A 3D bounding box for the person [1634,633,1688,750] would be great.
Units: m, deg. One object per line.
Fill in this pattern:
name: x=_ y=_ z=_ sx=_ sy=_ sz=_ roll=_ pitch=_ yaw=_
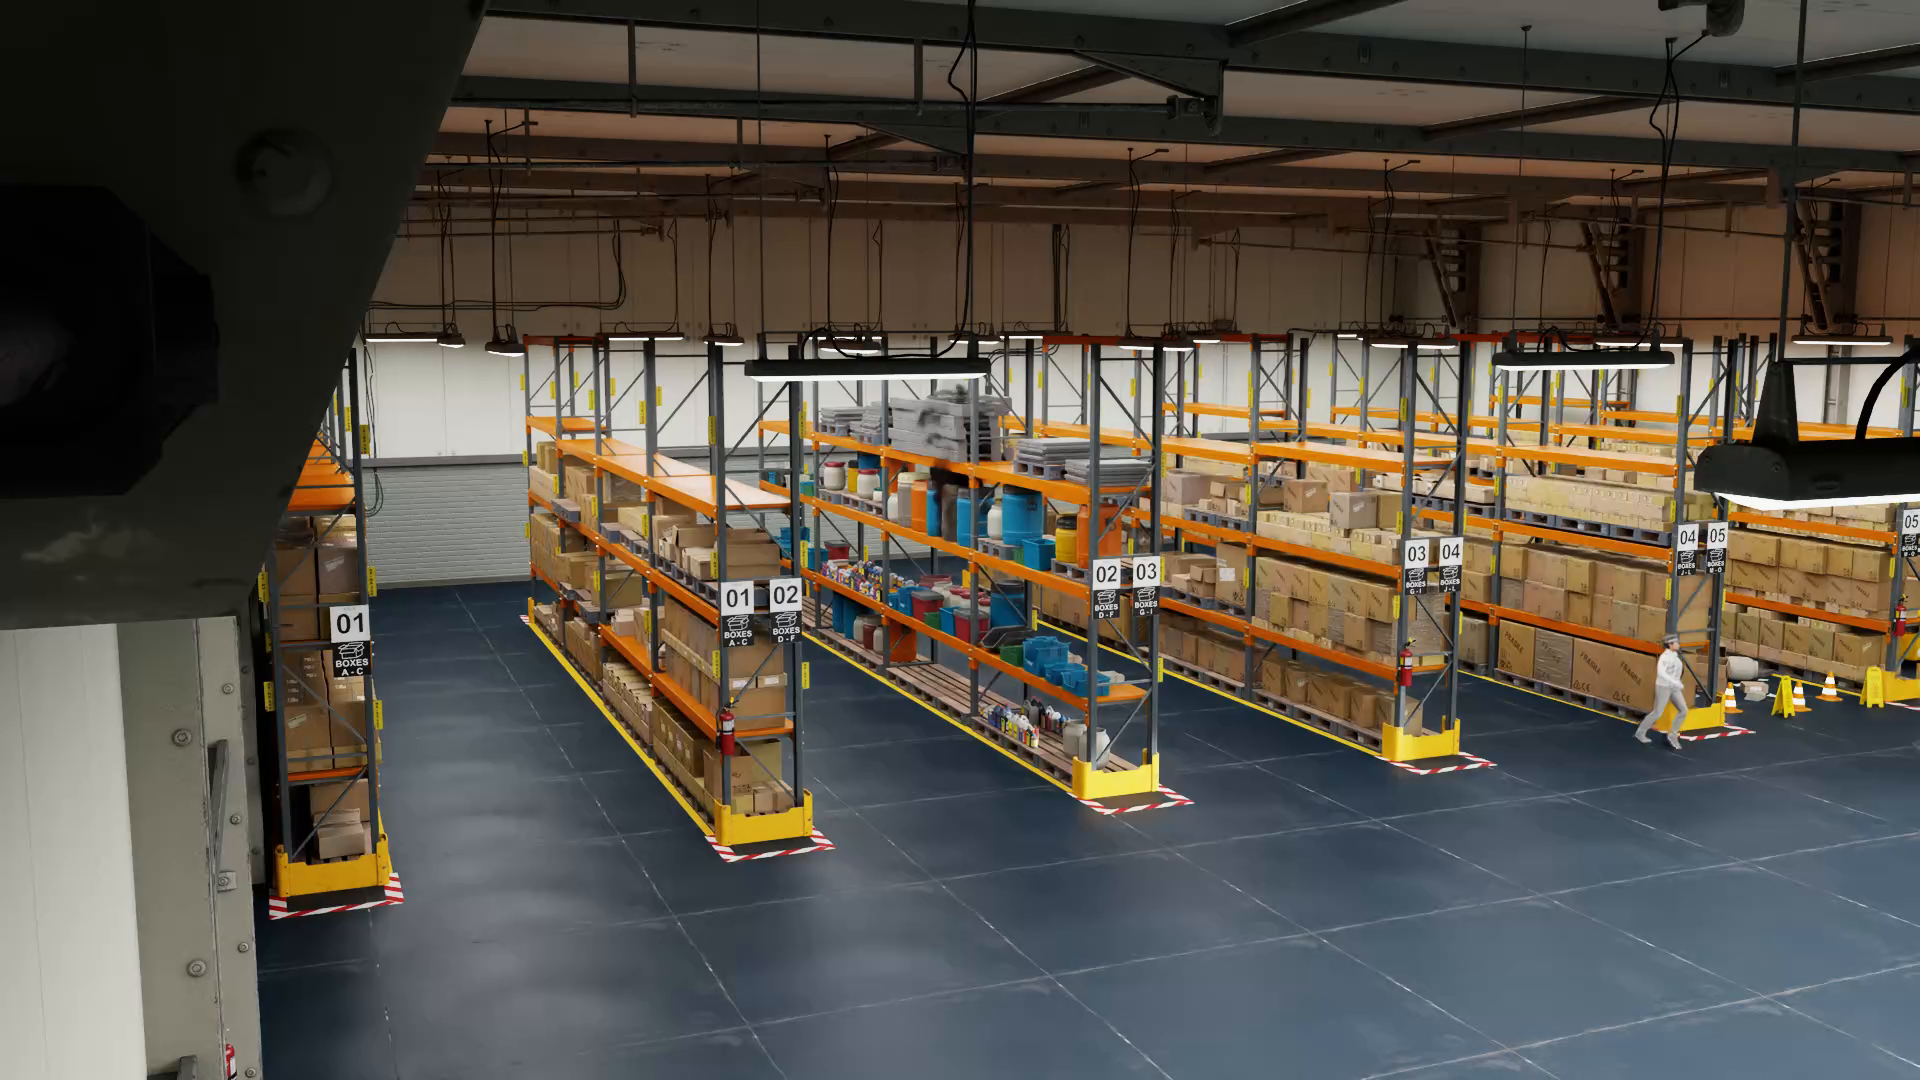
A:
person: x=10.525 y=2.229 z=24.788 sx=0.678 sy=1.707 sz=0.670 roll=-7 pitch=11 yaw=-44
